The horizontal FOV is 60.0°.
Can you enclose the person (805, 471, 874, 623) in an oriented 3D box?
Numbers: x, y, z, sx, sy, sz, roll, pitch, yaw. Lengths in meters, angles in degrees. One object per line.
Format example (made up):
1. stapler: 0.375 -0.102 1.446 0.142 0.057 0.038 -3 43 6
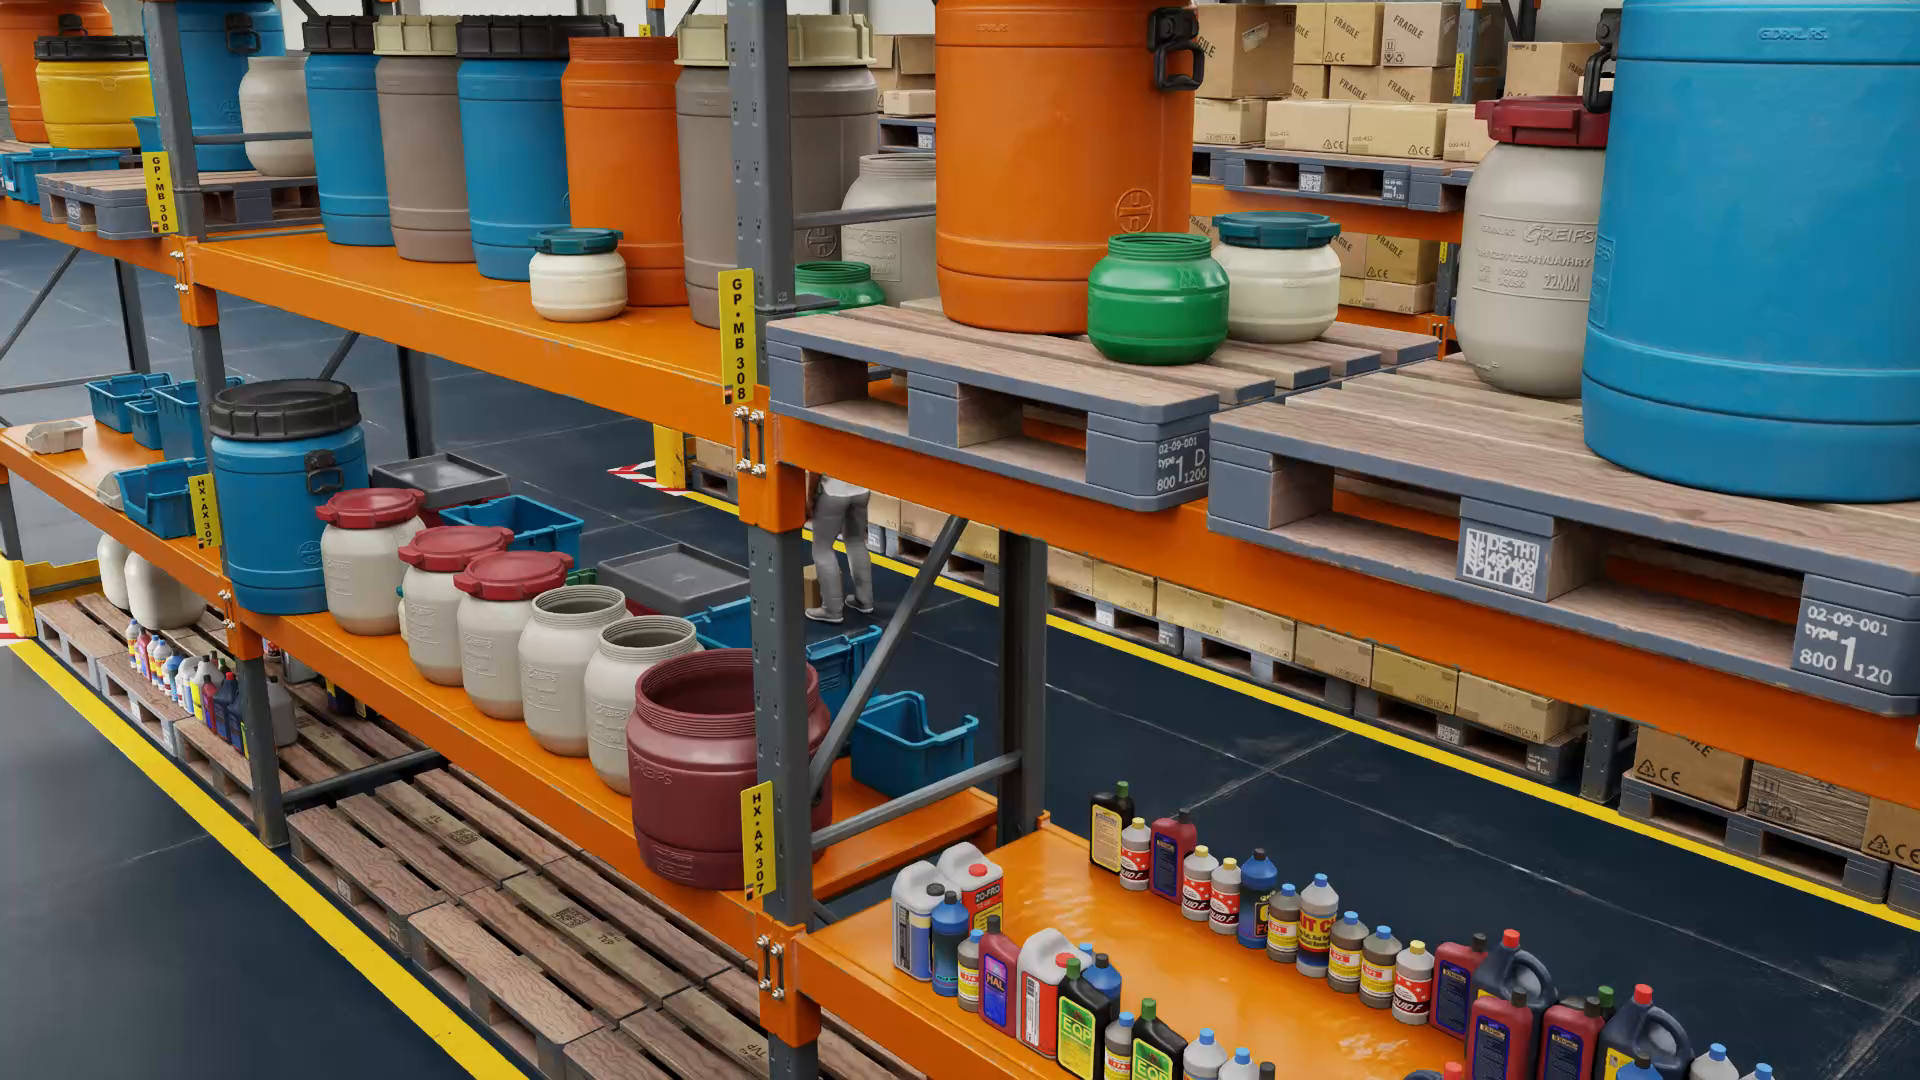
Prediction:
1. person: -0.764 -0.300 10.509 0.504 1.657 0.394 -16 24 -42
